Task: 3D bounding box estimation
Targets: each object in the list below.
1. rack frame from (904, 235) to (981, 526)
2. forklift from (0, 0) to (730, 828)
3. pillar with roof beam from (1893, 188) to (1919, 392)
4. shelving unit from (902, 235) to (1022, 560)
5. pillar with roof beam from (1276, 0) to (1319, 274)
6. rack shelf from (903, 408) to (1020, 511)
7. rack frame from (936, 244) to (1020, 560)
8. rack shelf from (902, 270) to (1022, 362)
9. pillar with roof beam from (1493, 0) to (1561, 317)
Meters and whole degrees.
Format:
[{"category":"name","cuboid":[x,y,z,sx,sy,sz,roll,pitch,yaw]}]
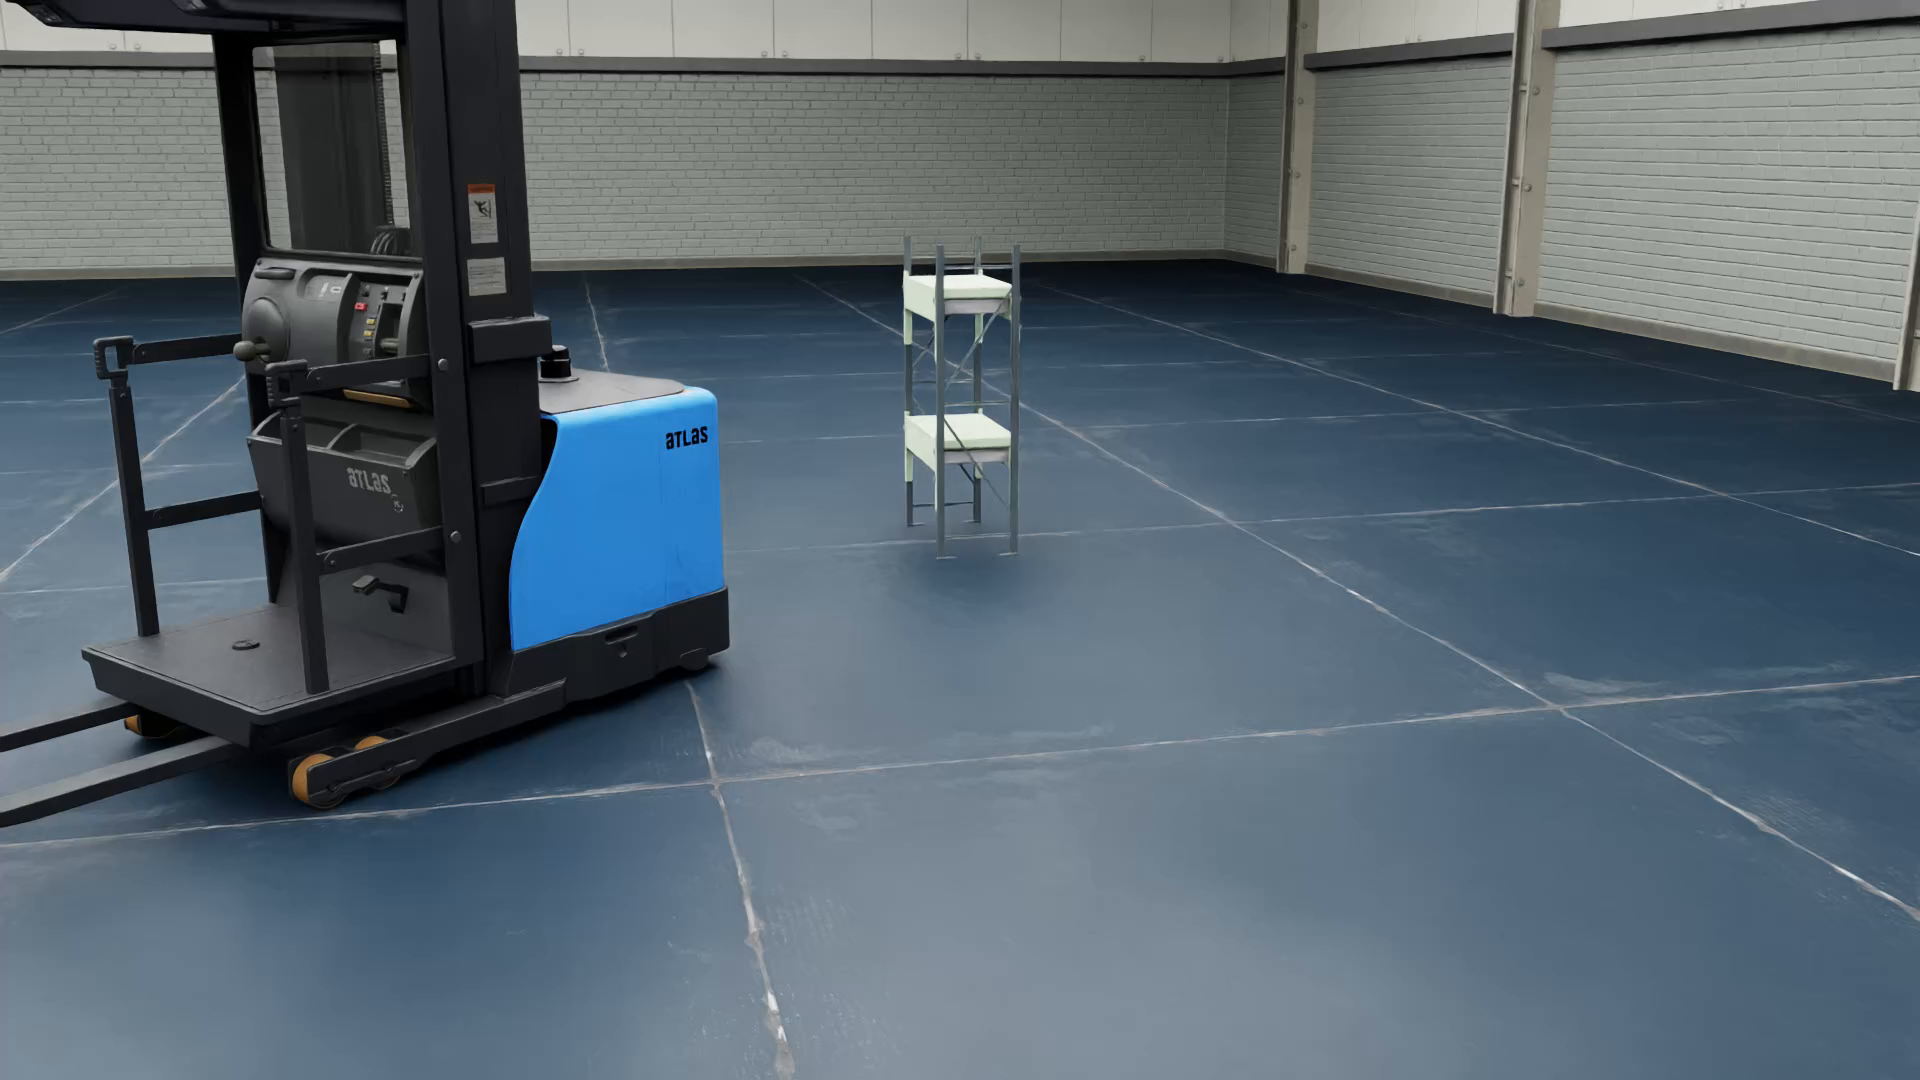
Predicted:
[{"category":"rack frame","cuboid":[-0.088,-0.815,8.601,0.400,1.500,0.023,-3,14,-13]},{"category":"forklift","cuboid":[-2.178,-0.734,5.257,1.130,2.935,3.031,10,17,36]},{"category":"pillar with roof beam","cuboid":[3.531,-5.314,11.215,9.100,9.000,0.400,-3,14,-13]},{"category":"shelving unit","cuboid":[-0.002,-0.730,8.255,0.431,1.500,0.755,-3,14,-13]},{"category":"pillar with roof beam","cuboid":[0.713,-8.082,22.547,9.100,9.000,0.400,-3,14,-13]},{"category":"rack shelf","cuboid":[-0.002,-0.413,8.333,0.431,0.370,0.720,-3,14,-13]},{"category":"rack frame","cuboid":[0.084,-0.646,7.910,0.400,1.500,0.023,-3,14,-13]},{"category":"rack shelf","cuboid":[-0.002,-1.109,8.163,0.431,0.370,0.720,-3,14,-13]},{"category":"pillar with roof beam","cuboid":[2.122,-6.698,16.881,9.100,9.000,0.400,-3,14,-13]}]
